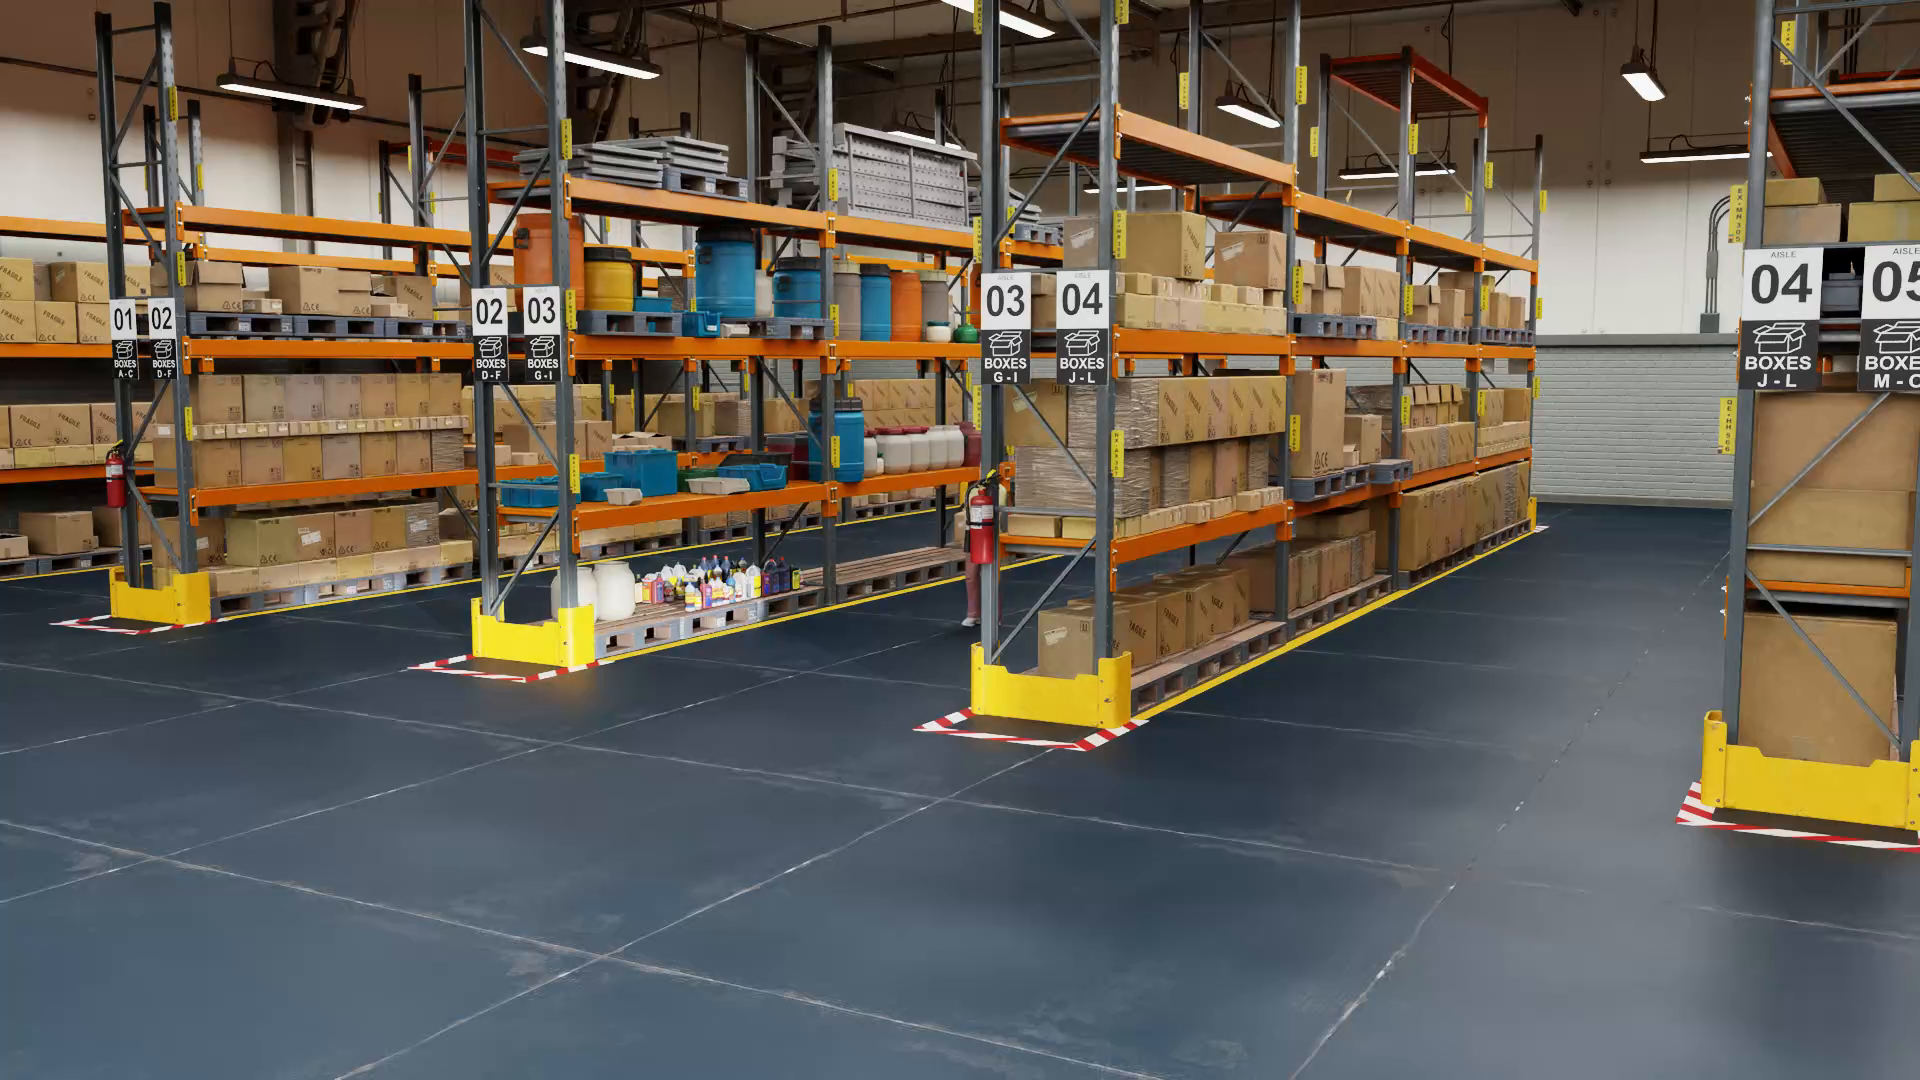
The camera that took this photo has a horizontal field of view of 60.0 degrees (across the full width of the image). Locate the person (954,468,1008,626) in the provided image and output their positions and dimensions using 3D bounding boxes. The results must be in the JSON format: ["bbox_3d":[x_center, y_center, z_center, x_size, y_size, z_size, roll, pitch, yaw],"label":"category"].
[{"bbox_3d":[0.213,0.019,16.172,0.434,1.669,0.548,4,7,31],"label":"person"}]
